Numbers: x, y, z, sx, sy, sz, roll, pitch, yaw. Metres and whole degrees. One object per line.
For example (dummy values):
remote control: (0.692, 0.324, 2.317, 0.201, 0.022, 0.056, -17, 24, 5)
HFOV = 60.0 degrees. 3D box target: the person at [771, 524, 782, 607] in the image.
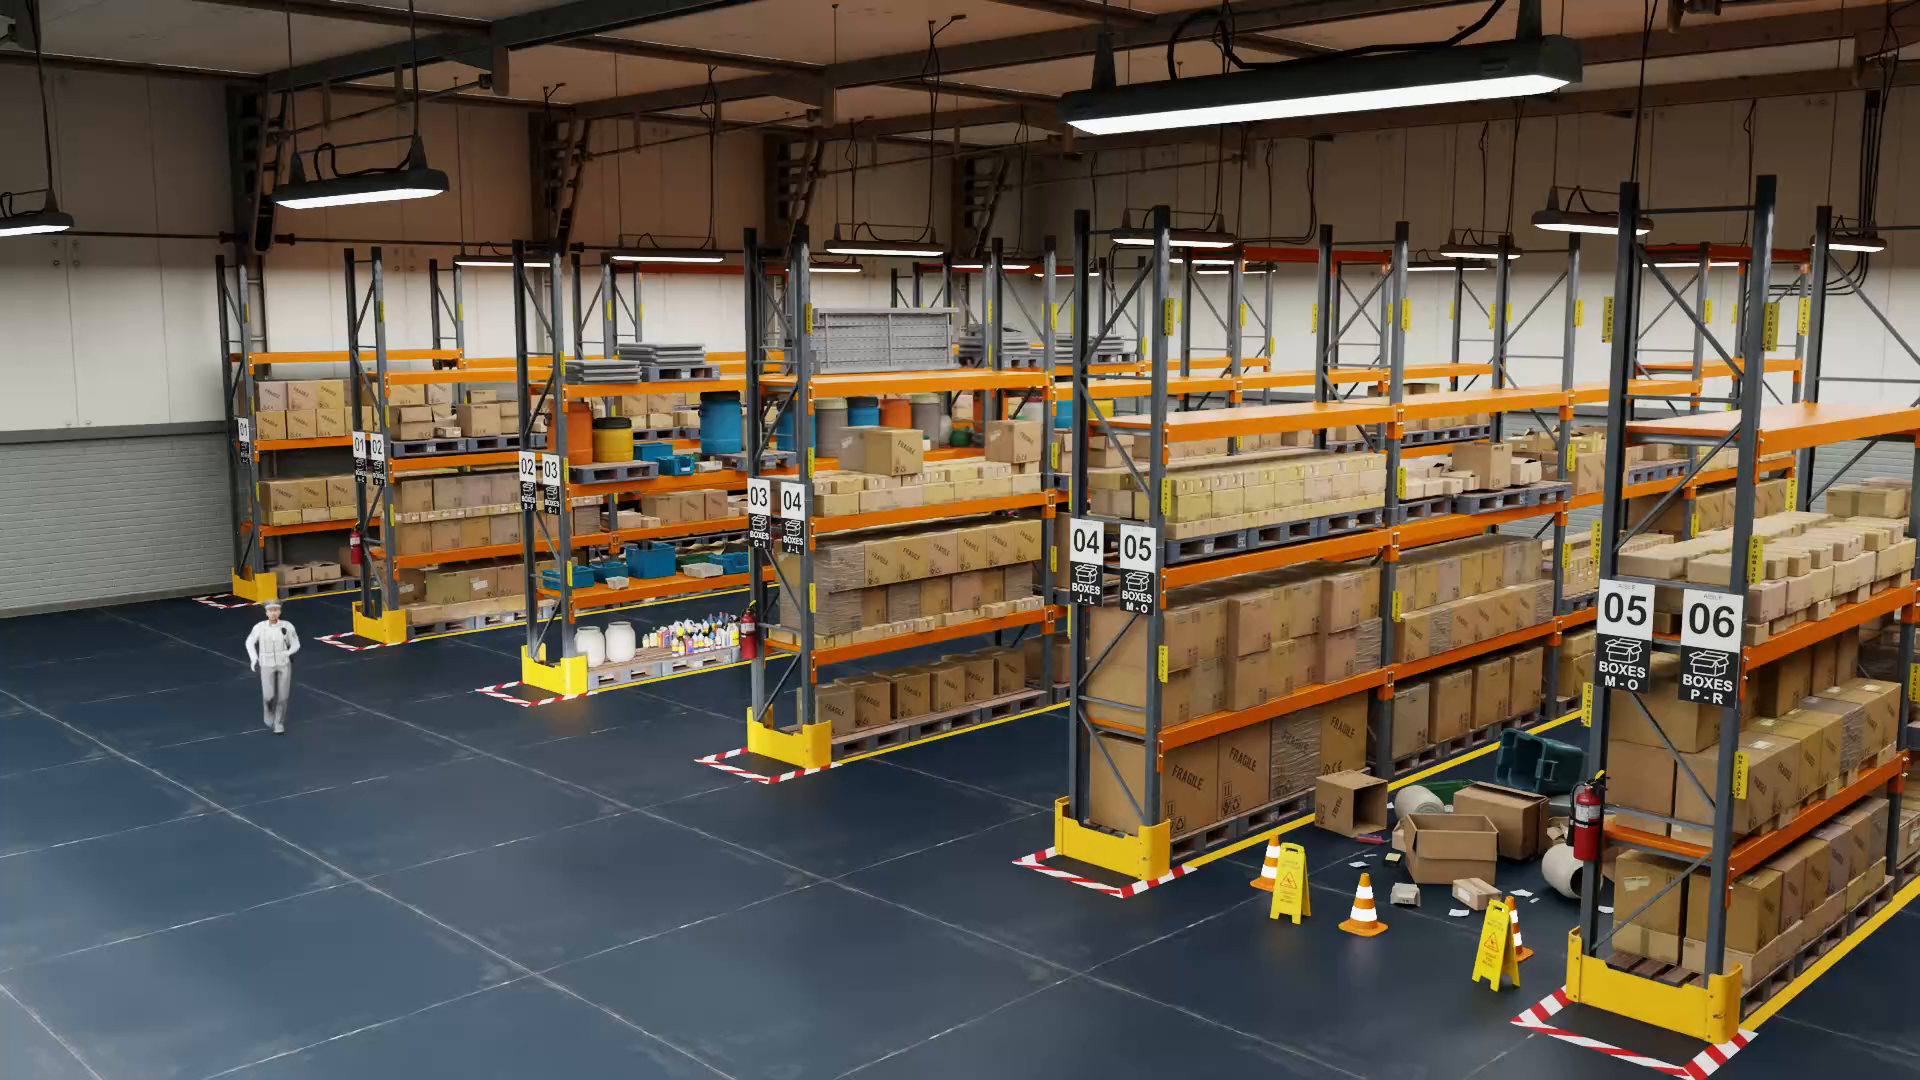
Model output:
person: (-2.819, 0.201, 27.230, 0.838, 1.699, 0.587, -8, 11, -44)

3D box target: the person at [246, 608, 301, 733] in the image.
person: (-8.233, 1.550, 19.989, 0.600, 1.592, 0.548, -4, 9, -25)

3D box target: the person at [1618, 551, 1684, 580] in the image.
person: (10.555, 1.159, 16.395, 2.600, 3.286, 13.815, 8, 11, 44)
